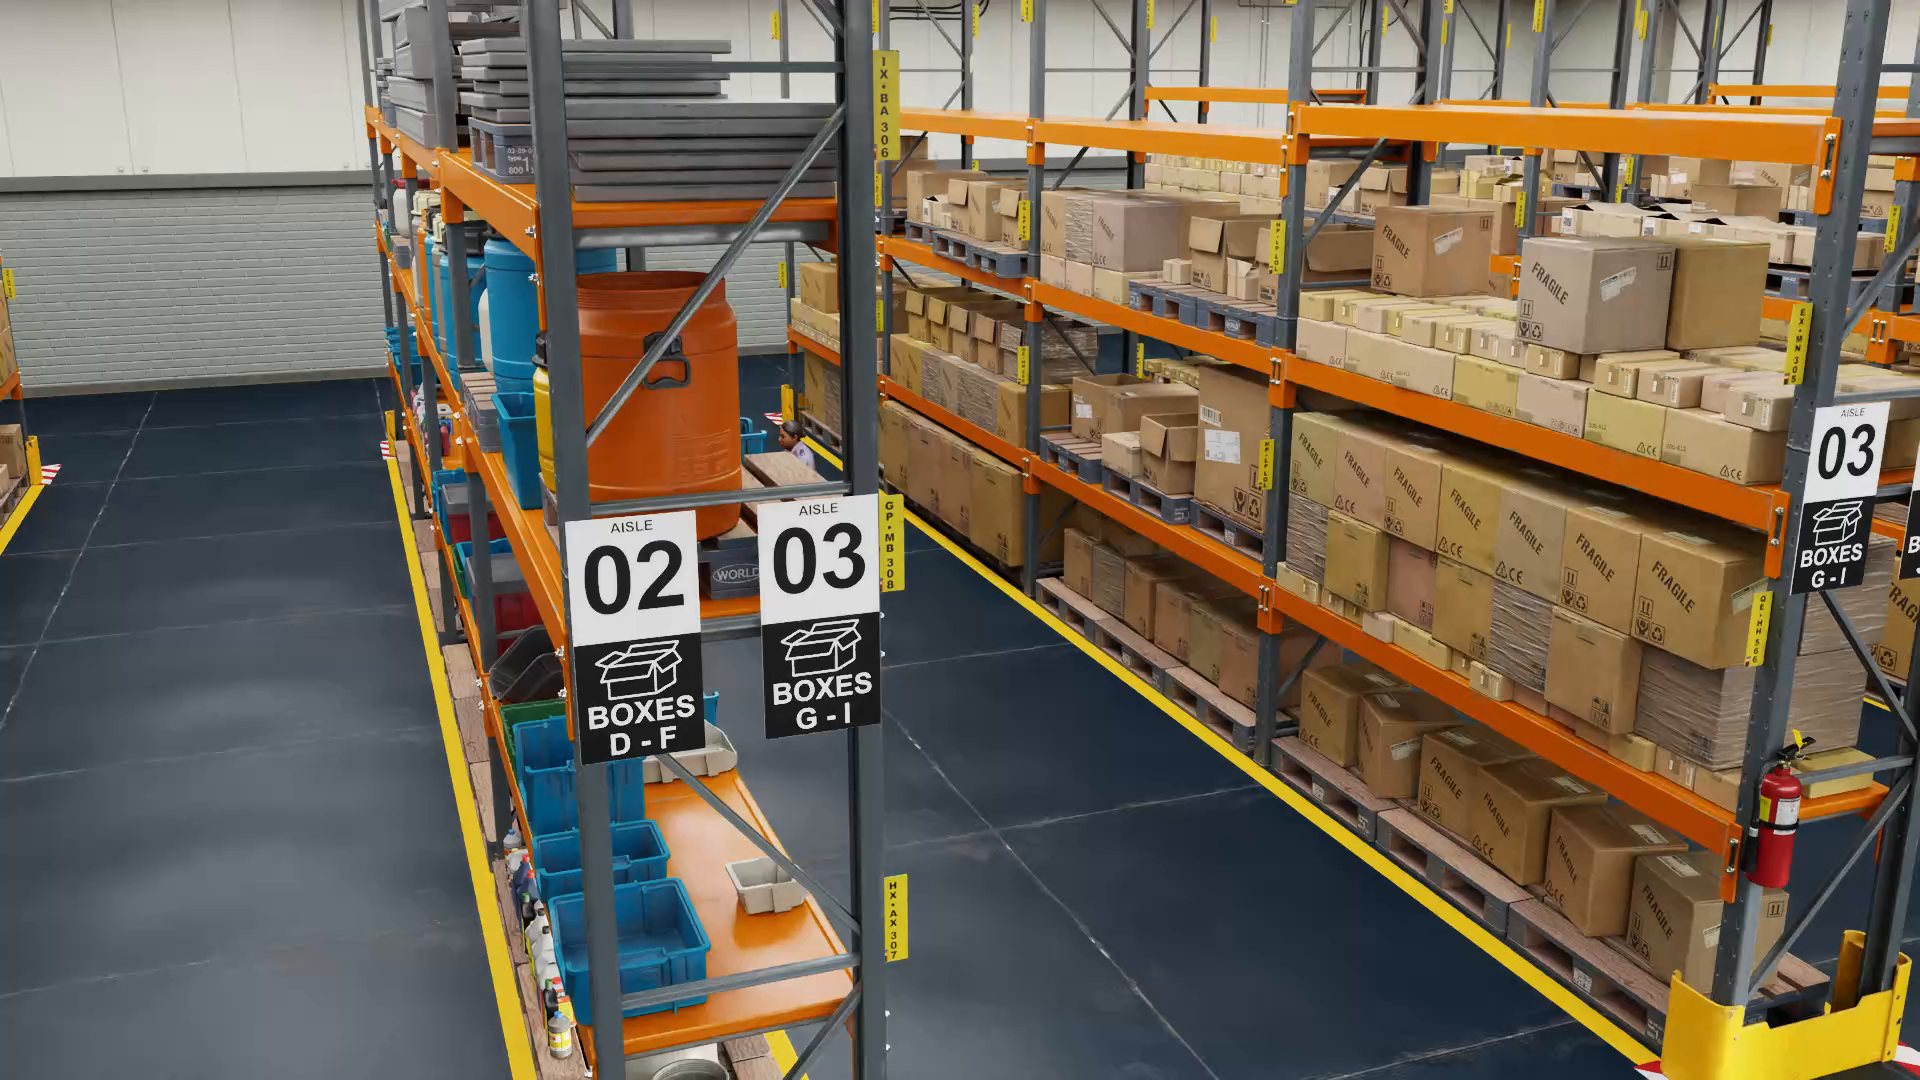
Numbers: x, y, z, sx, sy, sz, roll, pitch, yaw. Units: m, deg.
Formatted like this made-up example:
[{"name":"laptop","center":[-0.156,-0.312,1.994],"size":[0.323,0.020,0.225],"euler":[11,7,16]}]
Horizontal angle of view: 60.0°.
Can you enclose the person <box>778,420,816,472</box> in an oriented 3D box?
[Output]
[{"name":"person","center":[-1.396,-0.239,14.389],"size":[0.369,1.653,0.563],"euler":[-7,17,-23]}]
